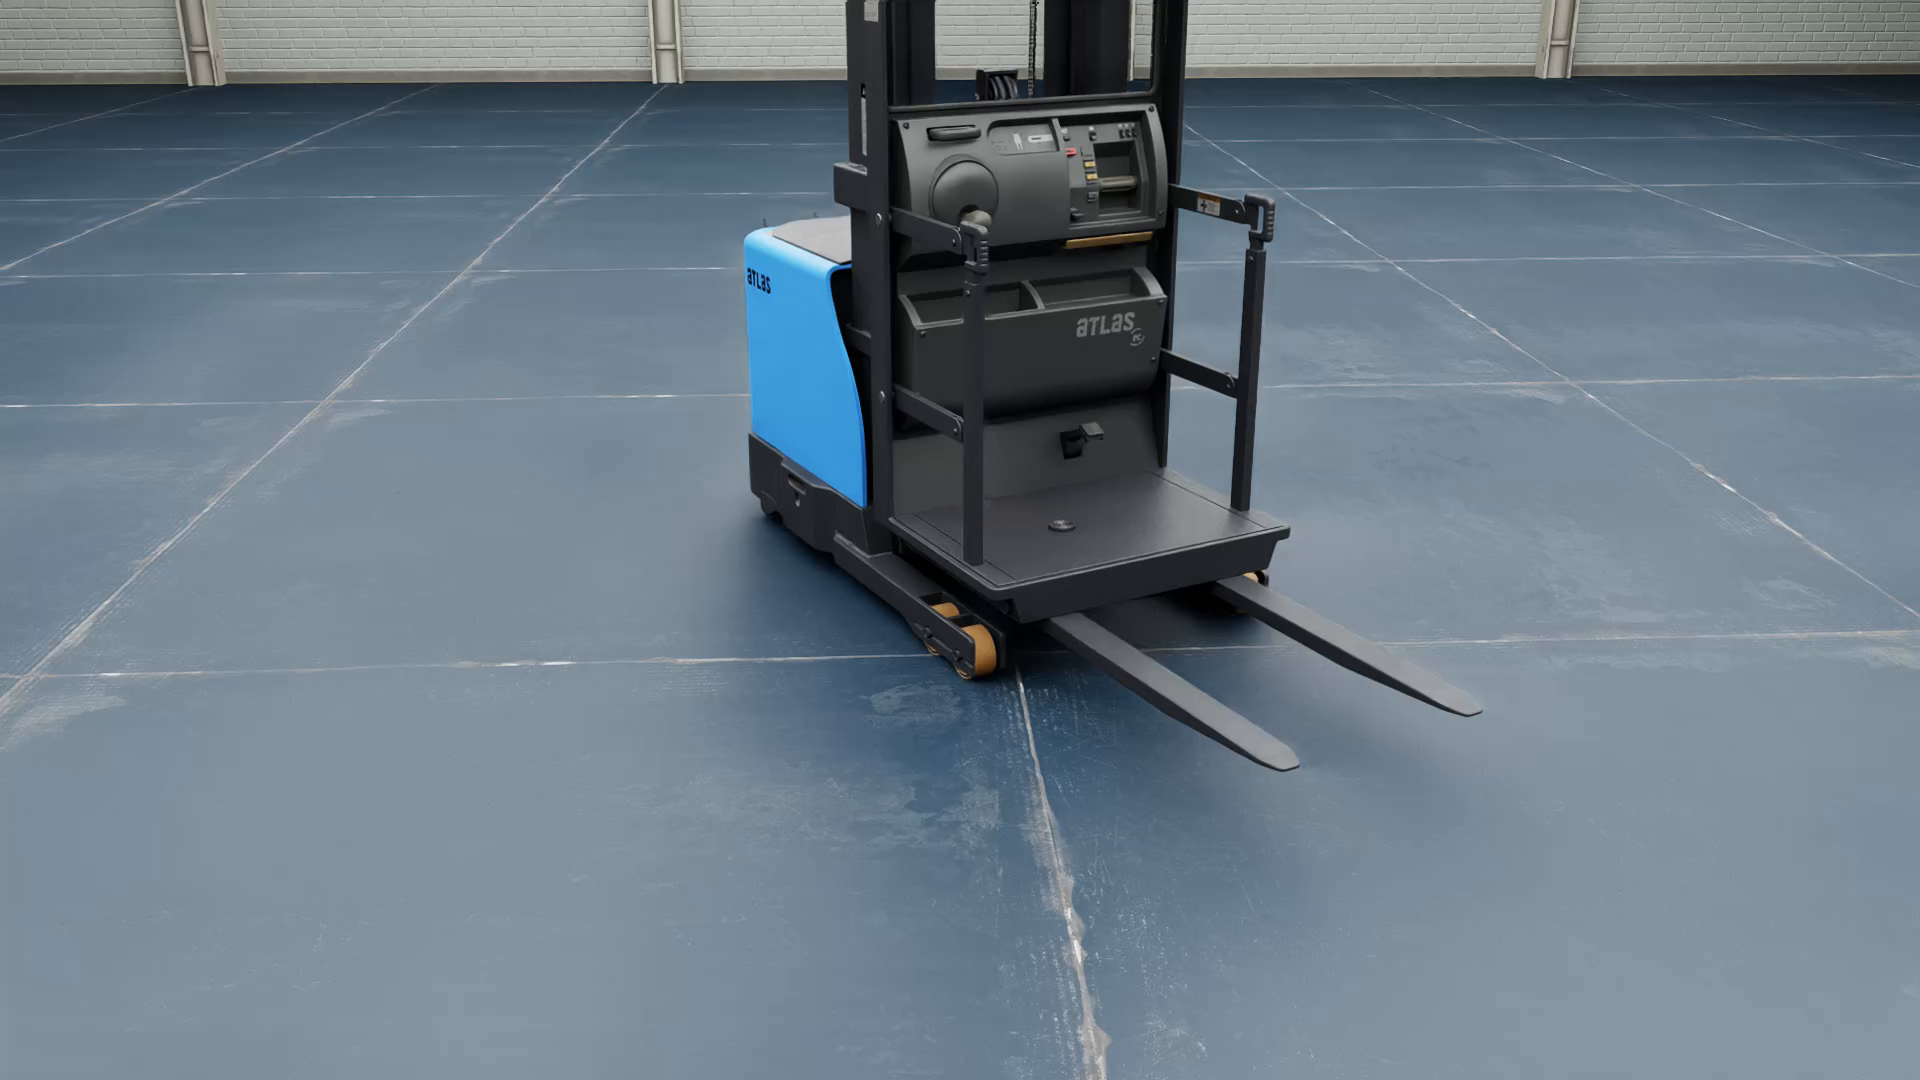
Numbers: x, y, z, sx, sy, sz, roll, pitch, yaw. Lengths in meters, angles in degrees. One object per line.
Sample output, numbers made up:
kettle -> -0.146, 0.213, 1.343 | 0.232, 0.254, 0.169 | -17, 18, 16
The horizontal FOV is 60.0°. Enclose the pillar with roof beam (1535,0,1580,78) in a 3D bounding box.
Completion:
pillar with roof beam -> 8.353, -9.013, 17.148 | 0.400, 9.000, 9.100 | -1, 21, -3

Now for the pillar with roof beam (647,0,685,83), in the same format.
pillar with roof beam -> -3.627, -8.769, 16.507 | 0.400, 9.000, 9.100 | -1, 21, -3

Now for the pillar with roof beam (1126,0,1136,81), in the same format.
pillar with roof beam -> 2.363, -8.891, 16.827 | 0.400, 9.000, 9.100 | -1, 21, -3

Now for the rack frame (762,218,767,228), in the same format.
rack frame -> -0.684, -0.727, 6.543 | 0.008, 1.050, 0.200 | -17, 24, -38

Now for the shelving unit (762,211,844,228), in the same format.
shelving unit -> -0.593, -0.756, 6.618 | 0.252, 1.050, 0.215 | -17, 24, -38

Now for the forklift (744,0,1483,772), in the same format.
forklift -> 0.343, -1.132, 4.976 | 1.130, 2.935, 3.031 | -11, 23, -27

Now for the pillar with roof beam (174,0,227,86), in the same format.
pillar with roof beam -> -9.618, -8.648, 16.187 | 0.400, 9.000, 9.100 | -1, 21, -3

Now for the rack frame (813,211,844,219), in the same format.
rack frame -> -0.501, -0.785, 6.694 | 0.008, 1.050, 0.200 | -17, 24, -38
